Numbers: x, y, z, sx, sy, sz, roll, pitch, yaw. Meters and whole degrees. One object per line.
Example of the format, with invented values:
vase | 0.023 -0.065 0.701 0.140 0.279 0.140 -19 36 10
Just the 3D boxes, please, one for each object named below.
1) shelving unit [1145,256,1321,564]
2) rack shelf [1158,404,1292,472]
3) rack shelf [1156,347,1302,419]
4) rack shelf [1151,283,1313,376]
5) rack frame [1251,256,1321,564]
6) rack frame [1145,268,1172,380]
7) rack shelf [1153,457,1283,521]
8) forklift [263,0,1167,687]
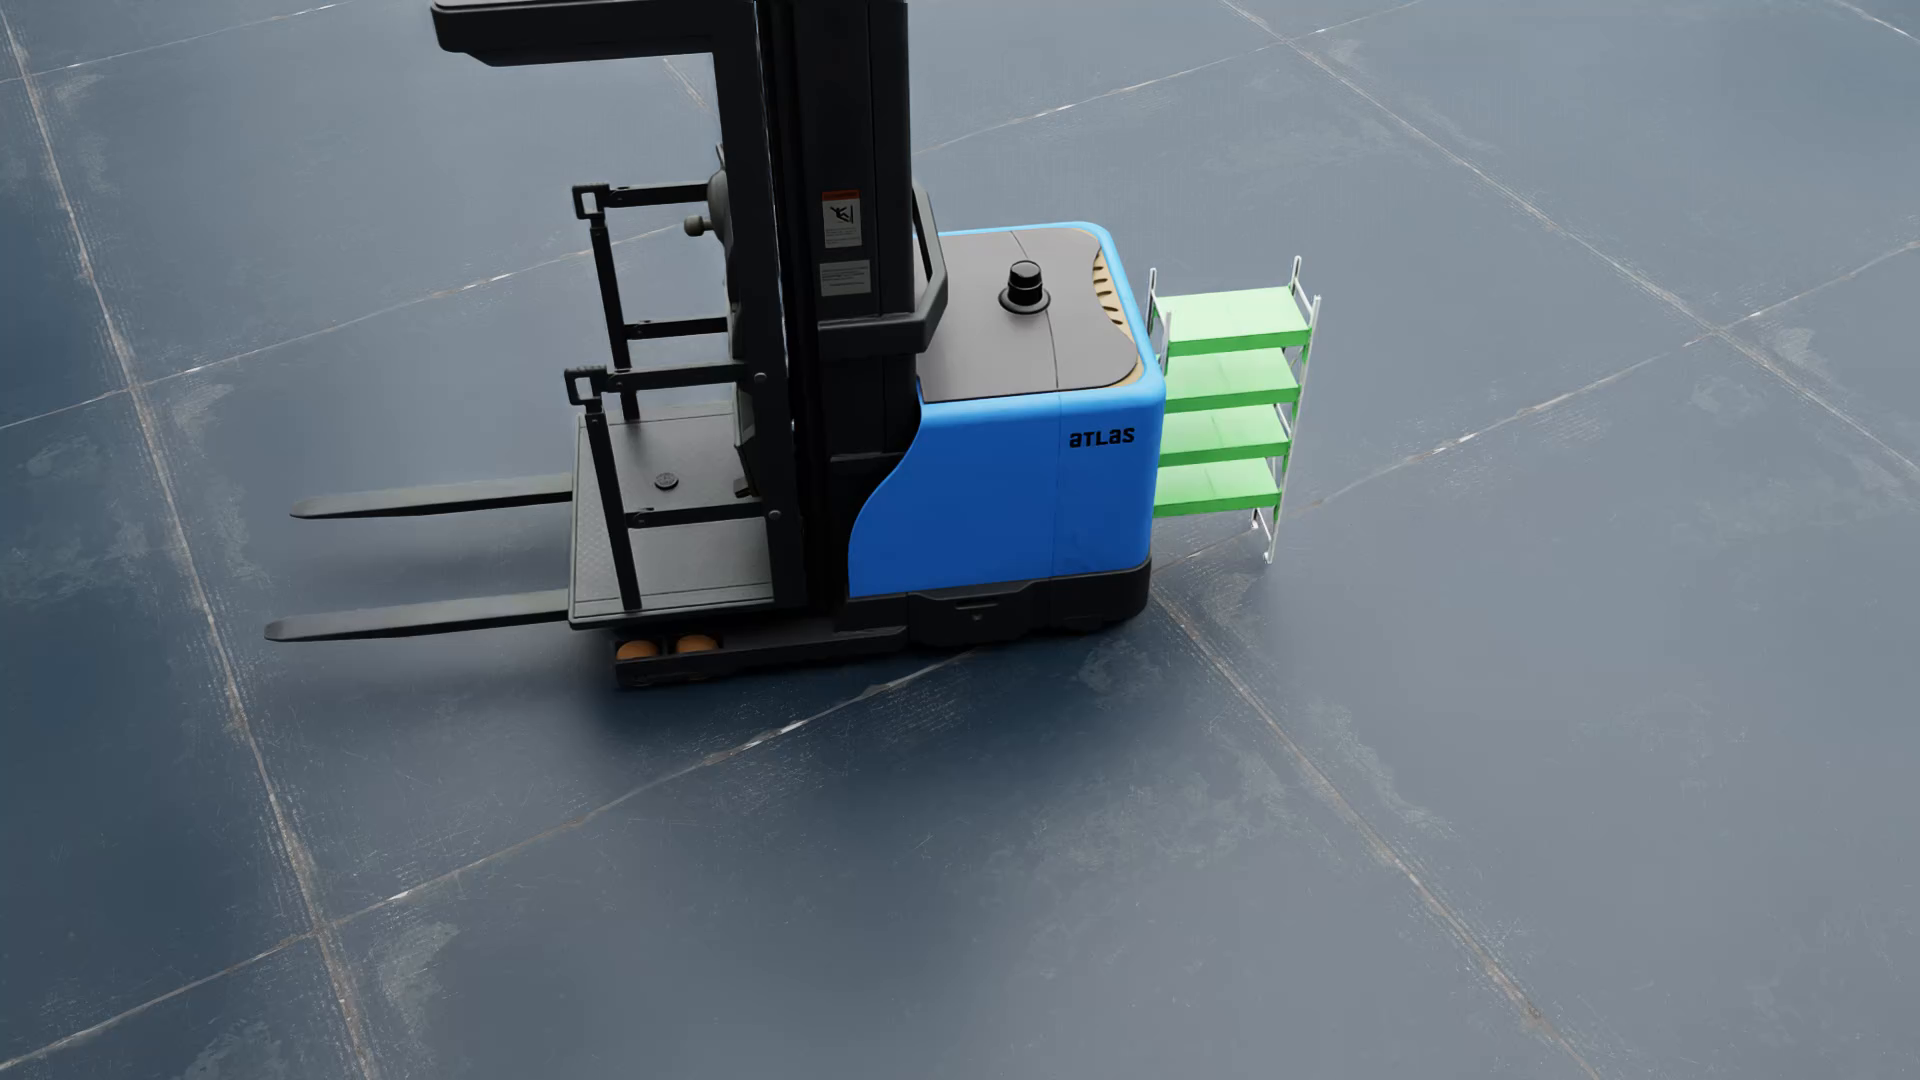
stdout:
shelving unit | 0.890 -0.401 5.801 0.503 1.200 0.258 -6 44 -6
rack shelf | 0.890 -0.355 5.846 0.480 0.148 0.258 -6 44 -6
rack shelf | 0.890 -0.527 5.679 0.480 0.148 0.258 -6 44 -6
rack shelf | 0.890 -0.699 5.511 0.480 0.148 0.258 -6 44 -6
rack frame | 1.131 -0.425 5.826 0.015 1.200 0.240 -6 44 -6
rack frame | 0.648 -0.376 5.776 0.015 1.200 0.240 -6 44 -6
rack shelf | 0.890 -0.182 6.013 0.480 0.148 0.258 -6 44 -6
forklift | -0.892 -0.942 5.116 3.031 2.935 1.130 -6 44 -6
